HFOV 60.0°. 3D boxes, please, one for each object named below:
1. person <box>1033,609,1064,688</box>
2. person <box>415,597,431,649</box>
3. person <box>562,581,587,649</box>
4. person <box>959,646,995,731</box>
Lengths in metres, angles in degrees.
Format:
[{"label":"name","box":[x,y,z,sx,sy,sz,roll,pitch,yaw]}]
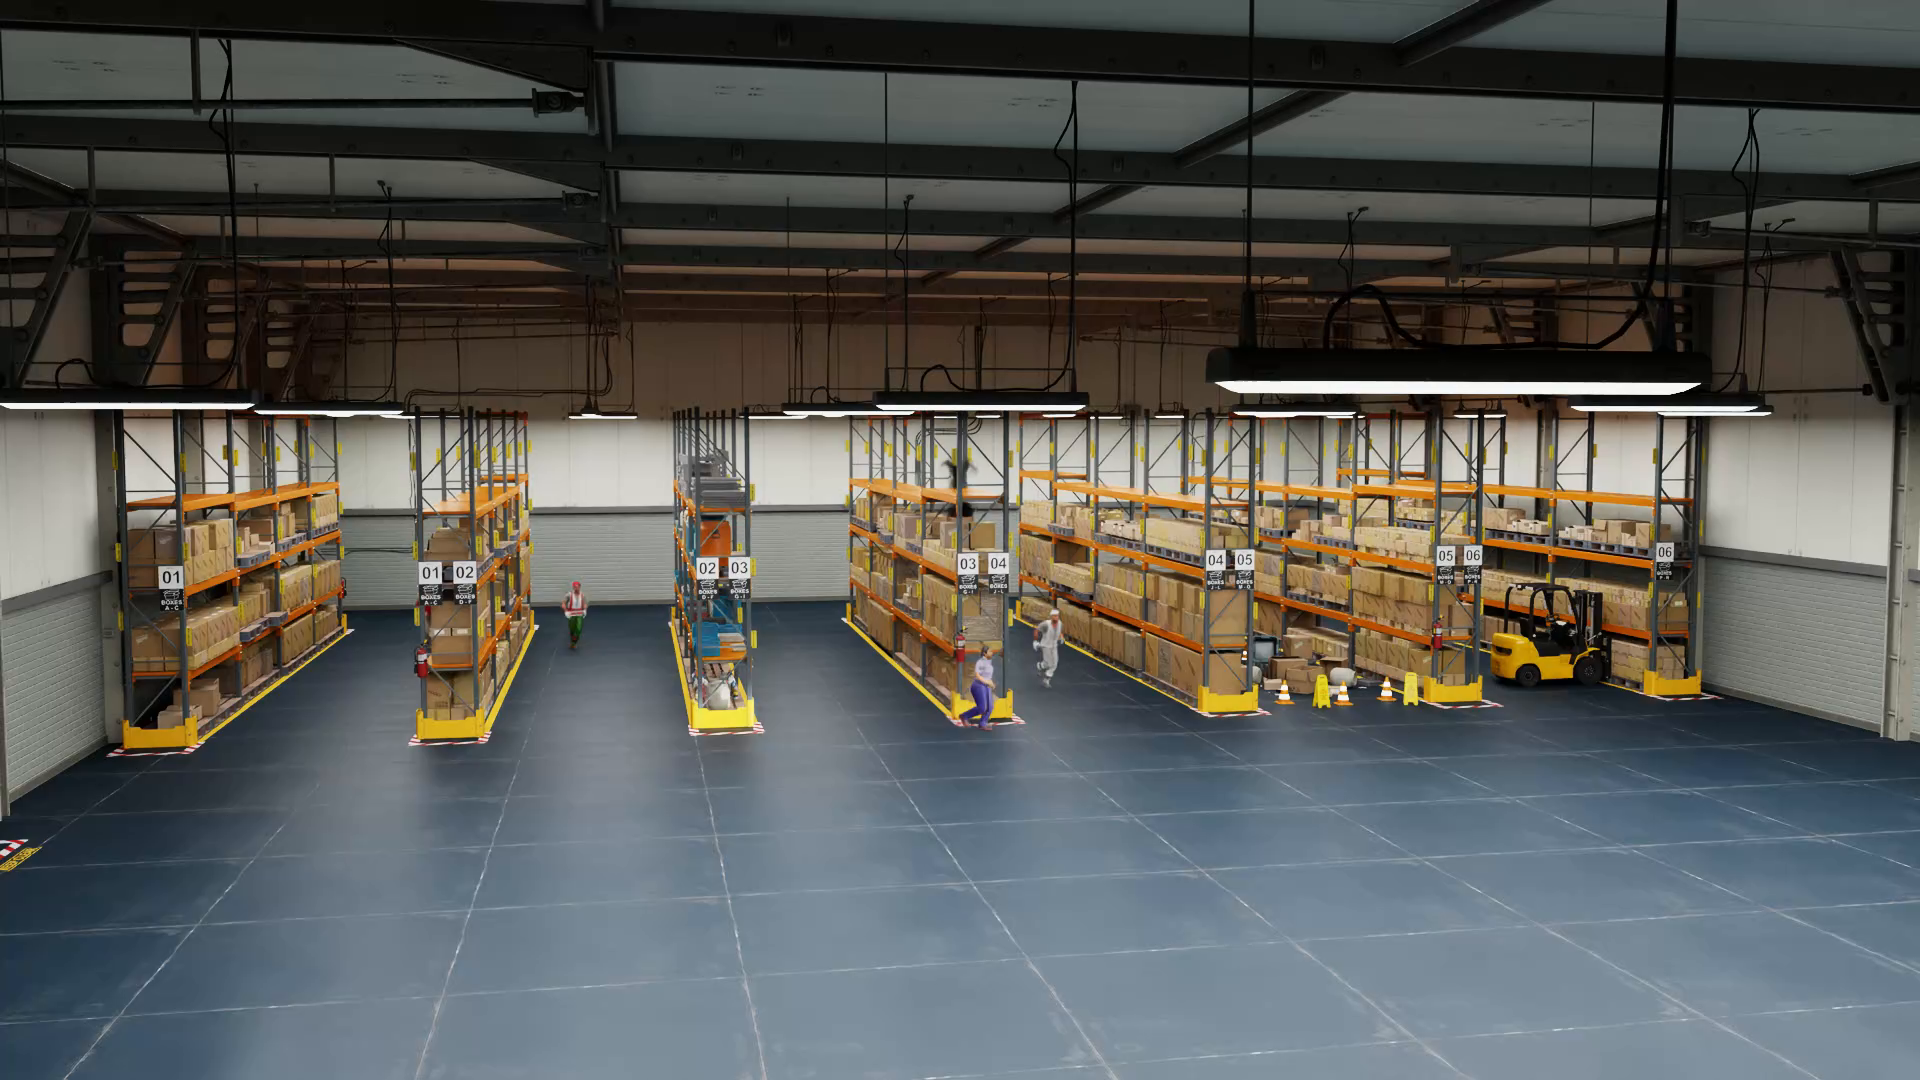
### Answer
[{"label":"person","box":[1.921,2.331,35.908,0.645,1.717,0.762,-3,5,-37]},{"label":"person","box":[-13.307,1.955,41.705,0.666,1.613,0.792,-2,4,-21]},{"label":"person","box":[-9.713,1.885,41.923,0.660,1.722,0.589,-2,5,-27]},{"label":"person","box":[0.349,2.749,30.828,0.717,1.599,0.604,2,4,21]}]
